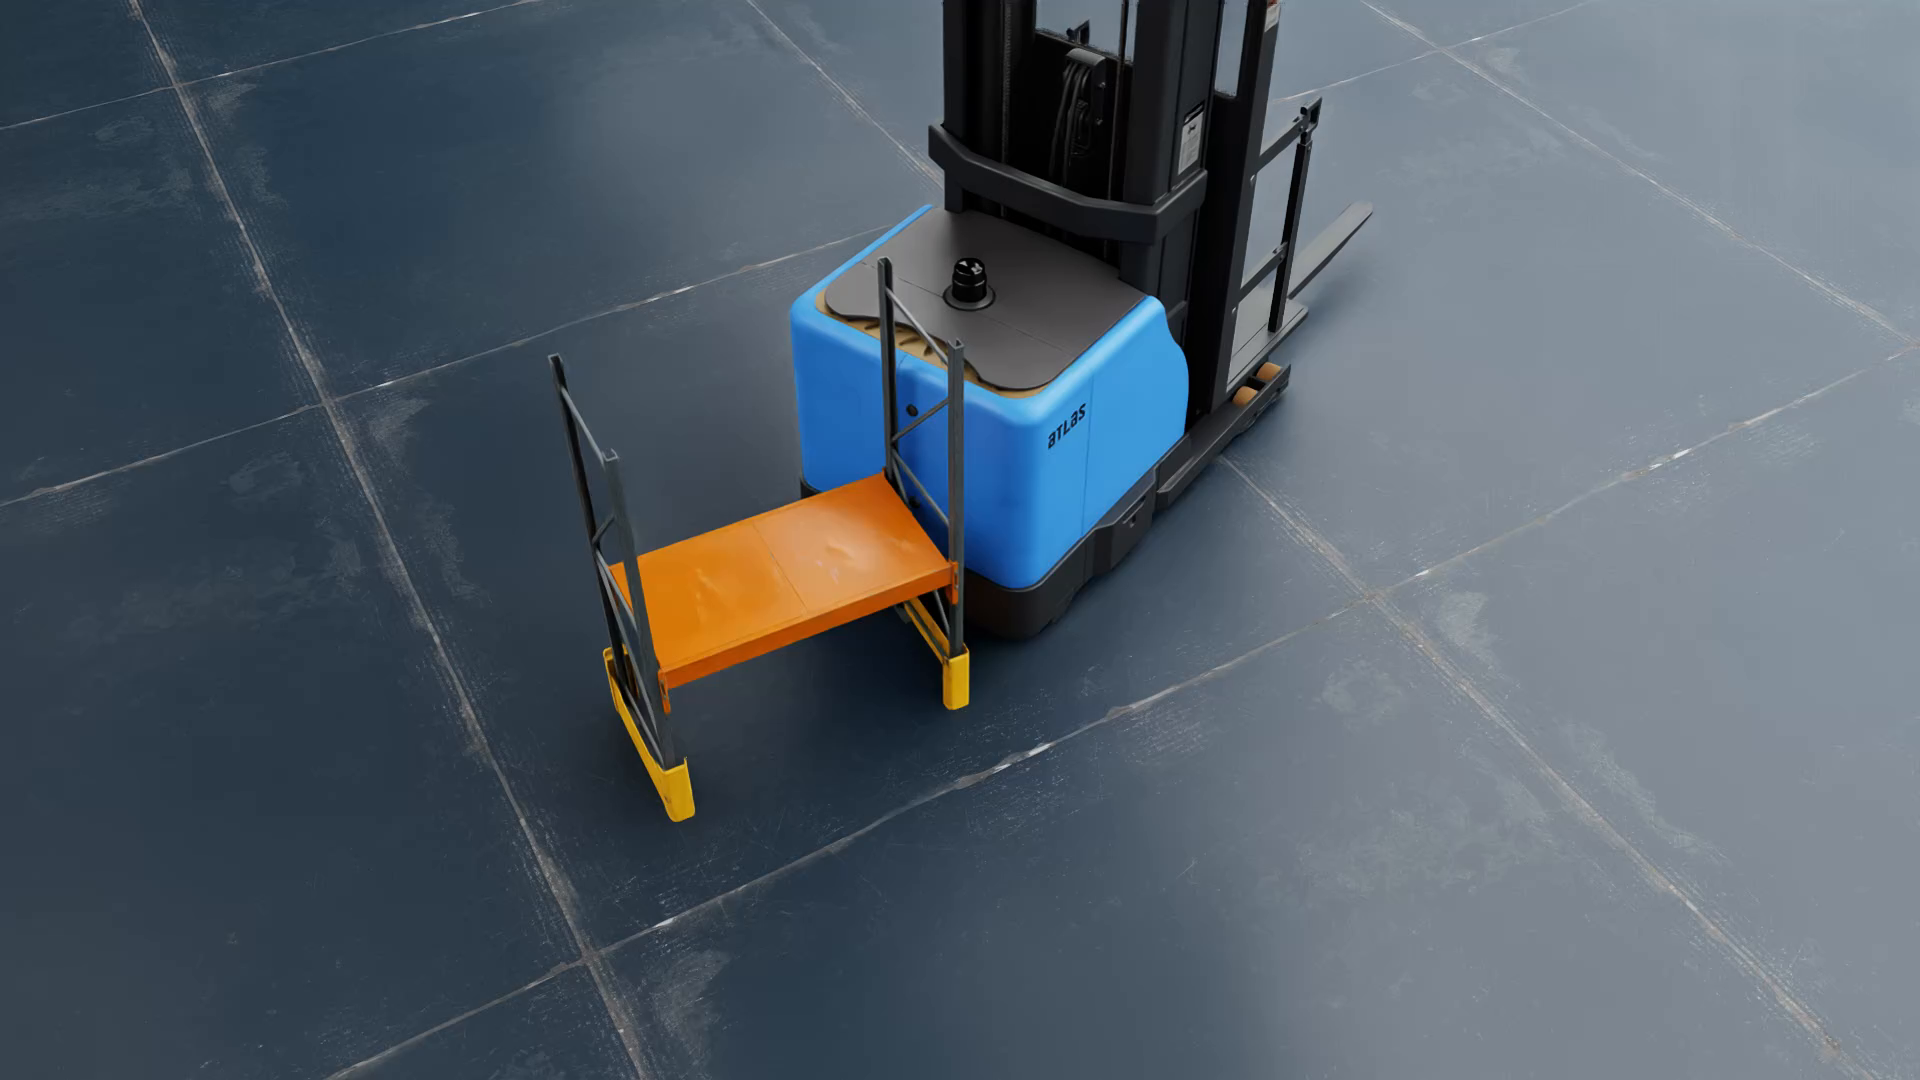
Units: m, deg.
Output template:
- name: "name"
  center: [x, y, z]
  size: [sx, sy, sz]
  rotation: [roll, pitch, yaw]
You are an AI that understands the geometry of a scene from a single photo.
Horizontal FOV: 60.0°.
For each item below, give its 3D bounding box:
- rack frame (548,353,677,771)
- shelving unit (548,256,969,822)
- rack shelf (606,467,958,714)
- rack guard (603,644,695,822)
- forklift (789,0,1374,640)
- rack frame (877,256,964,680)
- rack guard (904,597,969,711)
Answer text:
- name: "rack frame"
  center: [-1.017, 0.176, 4.992]
  size: [0.032, 1.500, 0.500]
  rotation: [-20, 48, -20]
- name: "shelving unit"
  center: [-0.576, 0.014, 5.159]
  size: [1.083, 1.500, 0.587]
  rotation: [-20, 48, -20]
- name: "rack shelf"
  center: [-0.568, 0.140, 5.287]
  size: [1.000, 0.185, 0.538]
  rotation: [-20, 48, -20]
- name: "rack guard"
  center: [-1.016, 0.624, 5.428]
  size: [0.087, 0.250, 0.587]
  rotation: [-20, 48, -20]
- name: "forklift"
  center: [0.694, -1.688, 5.885]
  size: [1.130, 2.935, 3.031]
  rotation: [27, 50, 25]
- name: "rack frame"
  center: [-0.118, -0.154, 5.332]
  size: [0.032, 1.500, 0.500]
  rotation: [-20, 48, -20]
- name: "rack guard"
  center: [-0.135, 0.301, 5.761]
  size: [0.087, 0.250, 0.587]
  rotation: [-20, 48, -20]
